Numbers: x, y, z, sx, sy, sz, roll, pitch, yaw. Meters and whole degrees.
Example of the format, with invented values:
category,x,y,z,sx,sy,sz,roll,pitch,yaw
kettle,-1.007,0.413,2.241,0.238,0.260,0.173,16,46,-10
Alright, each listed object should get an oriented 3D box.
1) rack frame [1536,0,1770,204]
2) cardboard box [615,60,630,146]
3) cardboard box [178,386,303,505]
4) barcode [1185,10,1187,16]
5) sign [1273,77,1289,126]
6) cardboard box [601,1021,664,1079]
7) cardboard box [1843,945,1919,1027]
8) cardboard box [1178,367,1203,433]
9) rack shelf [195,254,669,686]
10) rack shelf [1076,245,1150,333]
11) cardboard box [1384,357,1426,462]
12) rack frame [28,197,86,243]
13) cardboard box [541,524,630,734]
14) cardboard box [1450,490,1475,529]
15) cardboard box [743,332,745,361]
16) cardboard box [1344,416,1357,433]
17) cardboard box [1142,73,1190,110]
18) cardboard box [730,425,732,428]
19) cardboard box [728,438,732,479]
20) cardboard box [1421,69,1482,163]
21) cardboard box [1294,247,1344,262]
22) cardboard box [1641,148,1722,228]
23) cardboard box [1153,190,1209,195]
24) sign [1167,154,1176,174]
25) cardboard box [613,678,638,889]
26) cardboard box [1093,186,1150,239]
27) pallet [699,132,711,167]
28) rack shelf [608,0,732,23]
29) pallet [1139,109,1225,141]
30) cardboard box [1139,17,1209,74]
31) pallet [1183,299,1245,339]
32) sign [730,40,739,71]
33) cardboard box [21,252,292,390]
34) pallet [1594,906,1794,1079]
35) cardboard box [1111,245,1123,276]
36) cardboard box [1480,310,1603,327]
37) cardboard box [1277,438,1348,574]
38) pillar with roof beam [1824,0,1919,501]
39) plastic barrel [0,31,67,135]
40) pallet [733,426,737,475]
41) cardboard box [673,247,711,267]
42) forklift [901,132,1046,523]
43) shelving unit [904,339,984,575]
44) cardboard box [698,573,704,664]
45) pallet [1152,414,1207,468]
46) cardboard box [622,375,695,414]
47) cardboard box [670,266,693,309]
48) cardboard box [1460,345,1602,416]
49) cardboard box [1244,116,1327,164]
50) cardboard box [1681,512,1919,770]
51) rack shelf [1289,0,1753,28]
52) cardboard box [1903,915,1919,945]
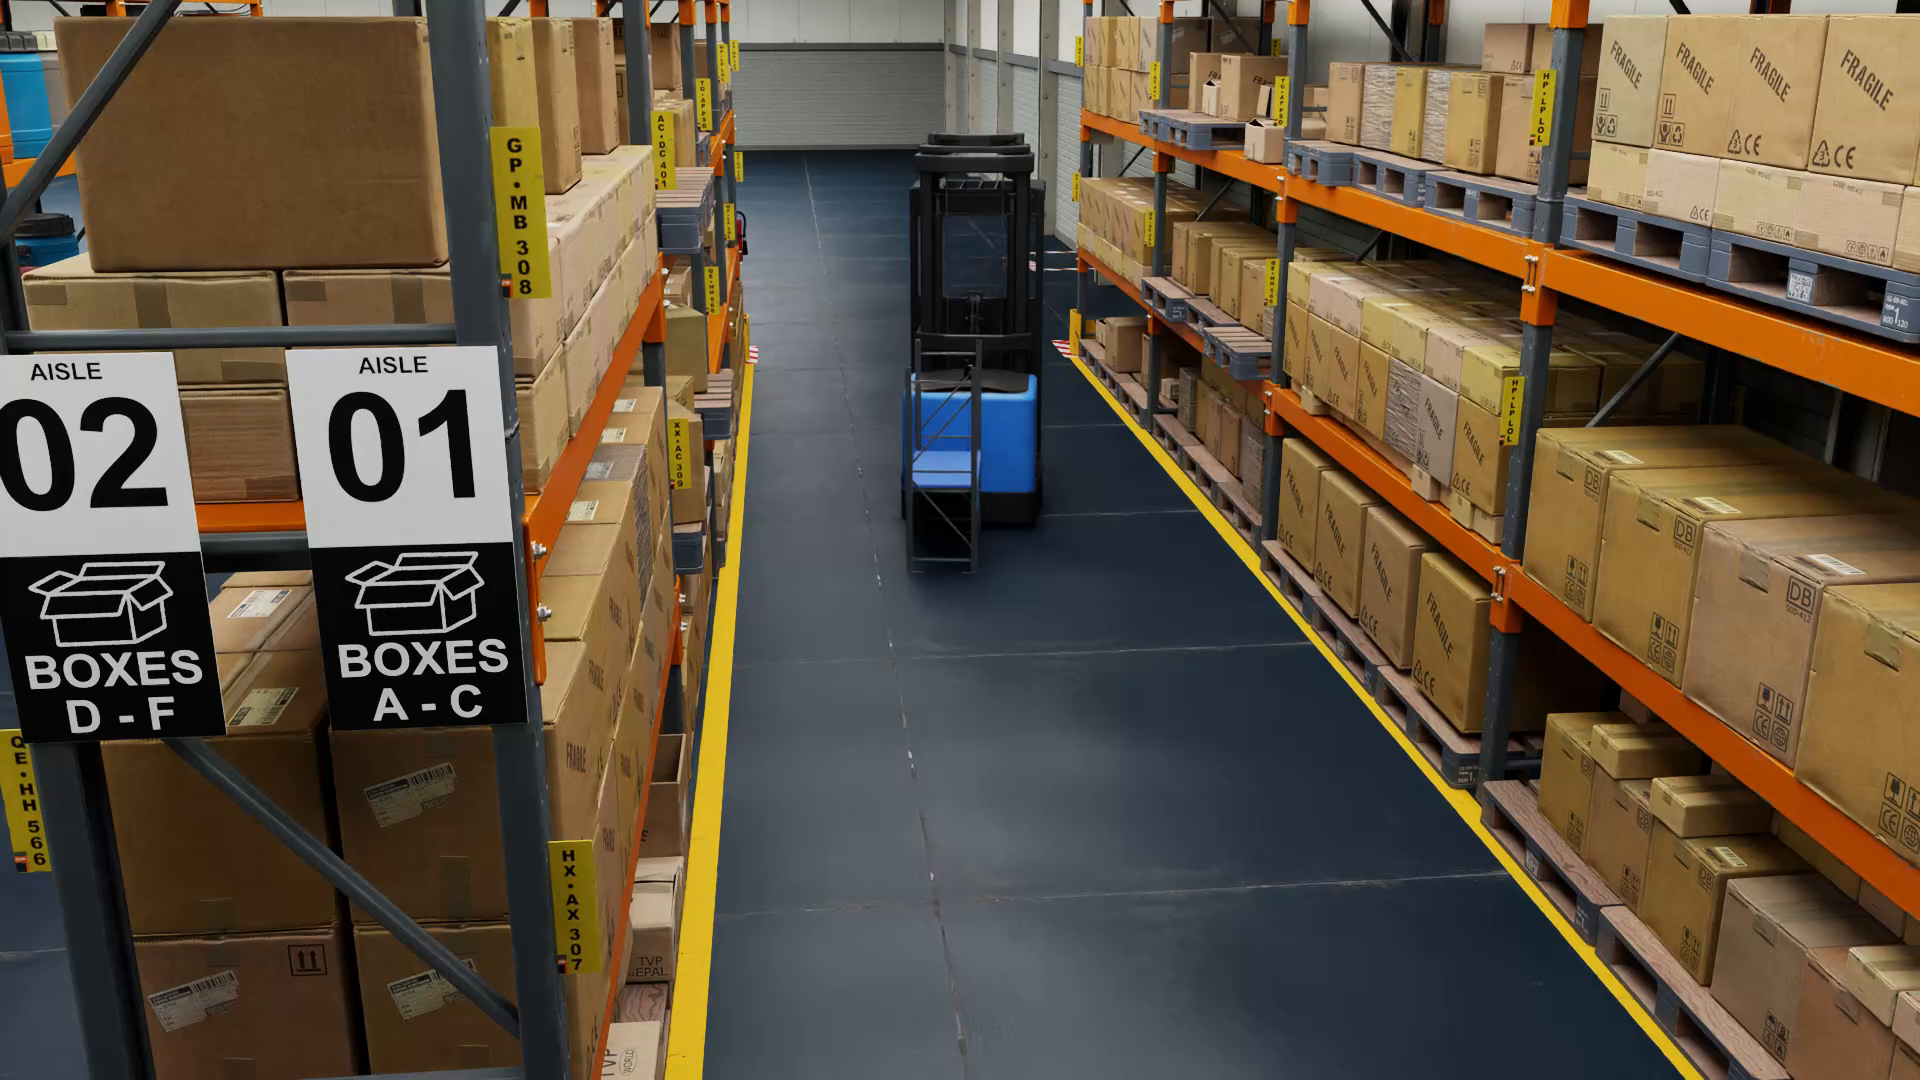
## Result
category,x,y,z,sx,sy,sz,roll,pitch,yaw
rack frame,3.127,-2.970,7.115,1.000,3.000,0.127,-2,18,-6
cardboard box,-1.779,-1.833,7.466,0.600,0.600,0.600,-3,18,-11
cardboard box,-1.703,-0.267,3.762,0.500,0.250,0.500,-2,18,-6
barcode,2.459,-5.729,18.073,0.001,0.075,0.075,-2,18,-6
sign,2.174,-2.962,11.232,0.100,0.325,0.005,-2,18,-6
cardboard box,-1.265,1.871,5.566,0.500,0.250,0.500,-2,18,-6
cardboard box,3.146,1.452,5.433,0.380,0.149,0.250,-1,17,-4
cardboard box,2.394,-1.290,15.218,0.700,0.500,0.500,-1,17,-4
rack shelf,-1.594,-0.446,5.283,1.077,0.370,4.000,-2,18,-6
rack shelf,2.095,-2.744,17.612,1.077,0.370,4.000,-2,18,-6
cardboard box,2.722,-0.739,9.325,0.500,0.500,0.500,-2,18,-6
rack frame,-7.553,-2.186,14.631,1.000,3.000,0.127,-2,18,-6
cardboard box,-1.279,0.268,4.980,0.500,0.500,0.500,-2,17,-5
cardboard box,2.761,-0.164,8.579,0.380,0.149,0.250,-1,17,-5
cardboard box,-2.625,-2.119,18.307,0.500,0.250,0.500,-2,18,-6
cardboard box,2.662,-0.779,10.537,0.380,0.149,0.250,-1,17,-4
cardboard box,2.003,-4.124,15.596,0.500,0.500,0.500,-1,17,-4
cardboard box,-2.189,-1.078,14.057,0.500,0.311,0.500,-2,18,-6
cardboard box,-2.140,-0.657,13.650,0.500,0.250,0.500,-1,17,-5
cardboard box,3.035,-2.378,9.333,0.700,0.500,0.500,-2,18,-6
cardboard box,2.601,-2.064,12.260,0.380,0.149,0.250,-5,18,-15
cardboard box,2.974,-1.350,6.343,0.500,0.250,0.500,-2,18,-7
cardboard box,2.301,-3.391,17.436,0.500,0.500,0.500,-2,17,-5
sign,2.443,-4.398,19.217,0.100,0.325,0.005,-2,18,-6
cardboard box,-1.279,0.746,5.125,0.500,0.500,0.500,-2,18,-6
cardboard box,1.727,-3.526,17.865,0.500,0.500,0.500,-2,18,-7
pallet,-2.372,-2.686,11.533,1.213,0.211,1.003,-1,17,-3
rack shelf,-2.832,-5.262,16.282,1.077,0.370,4.000,-2,18,-6
pallet,2.259,-3.646,14.588,1.213,0.211,1.003,-2,18,-6
cardboard box,1.980,-4.598,15.438,0.500,0.500,0.500,-3,18,-10
pallet,2.469,-1.797,13.713,1.003,0.211,1.213,-2,18,-6
sign,-2.497,-5.358,18.381,0.100,0.325,0.005,-2,18,-6
cardboard box,-1.694,-0.506,3.688,0.500,0.250,0.500,-2,18,-6
pallet,3.256,1.816,6.542,1.003,0.211,1.213,-2,18,-6
cardboard box,1.841,-2.859,16.994,0.500,0.250,0.500,-2,18,-6
cardboard box,3.221,-1.115,9.272,0.500,0.250,0.500,-2,18,-7
cardboard box,2.659,-0.252,11.358,0.750,0.750,0.750,-2,18,-6
pillar with roof beam,-0.223,-2.656,6.113,9.100,9.000,0.400,-2,18,-6
plastic barrel,-7.217,-3.516,13.025,0.600,0.901,0.600,0,17,0
pallet,-2.511,-0.789,14.837,1.003,0.211,1.213,-2,18,-6
cardboard box,-2.677,-2.517,15.520,0.700,0.500,0.500,-2,18,-7
forklift,0.152,-1.924,13.911,1.130,2.935,3.031,1,17,3
shelving unit,-0.108,-0.628,12.173,0.538,1.500,1.048,1,17,2
cardboard box,-1.770,0.419,9.774,0.500,0.500,0.500,-2,18,-8
pallet,2.383,-0.929,15.285,1.003,0.211,1.213,-2,18,-6
cardboard box,-1.761,-0.553,8.563,0.700,0.500,0.500,1,17,3
cardboard box,-2.508,-1.999,13.870,0.500,0.500,0.500,-1,17,-2
cardboard box,2.824,-0.796,8.257,0.500,0.250,0.500,-1,17,-4
cardboard box,2.371,-2.904,12.028,0.500,0.311,0.500,-2,18,-6
cardboard box,3.321,0.345,6.070,0.980,0.700,0.700,-3,18,-8
rack shelf,2.920,-3.032,9.181,1.077,0.370,4.000,-2,18,-6
cardboard box,3.501,1.366,5.706,0.380,0.149,0.250,-2,18,-5
